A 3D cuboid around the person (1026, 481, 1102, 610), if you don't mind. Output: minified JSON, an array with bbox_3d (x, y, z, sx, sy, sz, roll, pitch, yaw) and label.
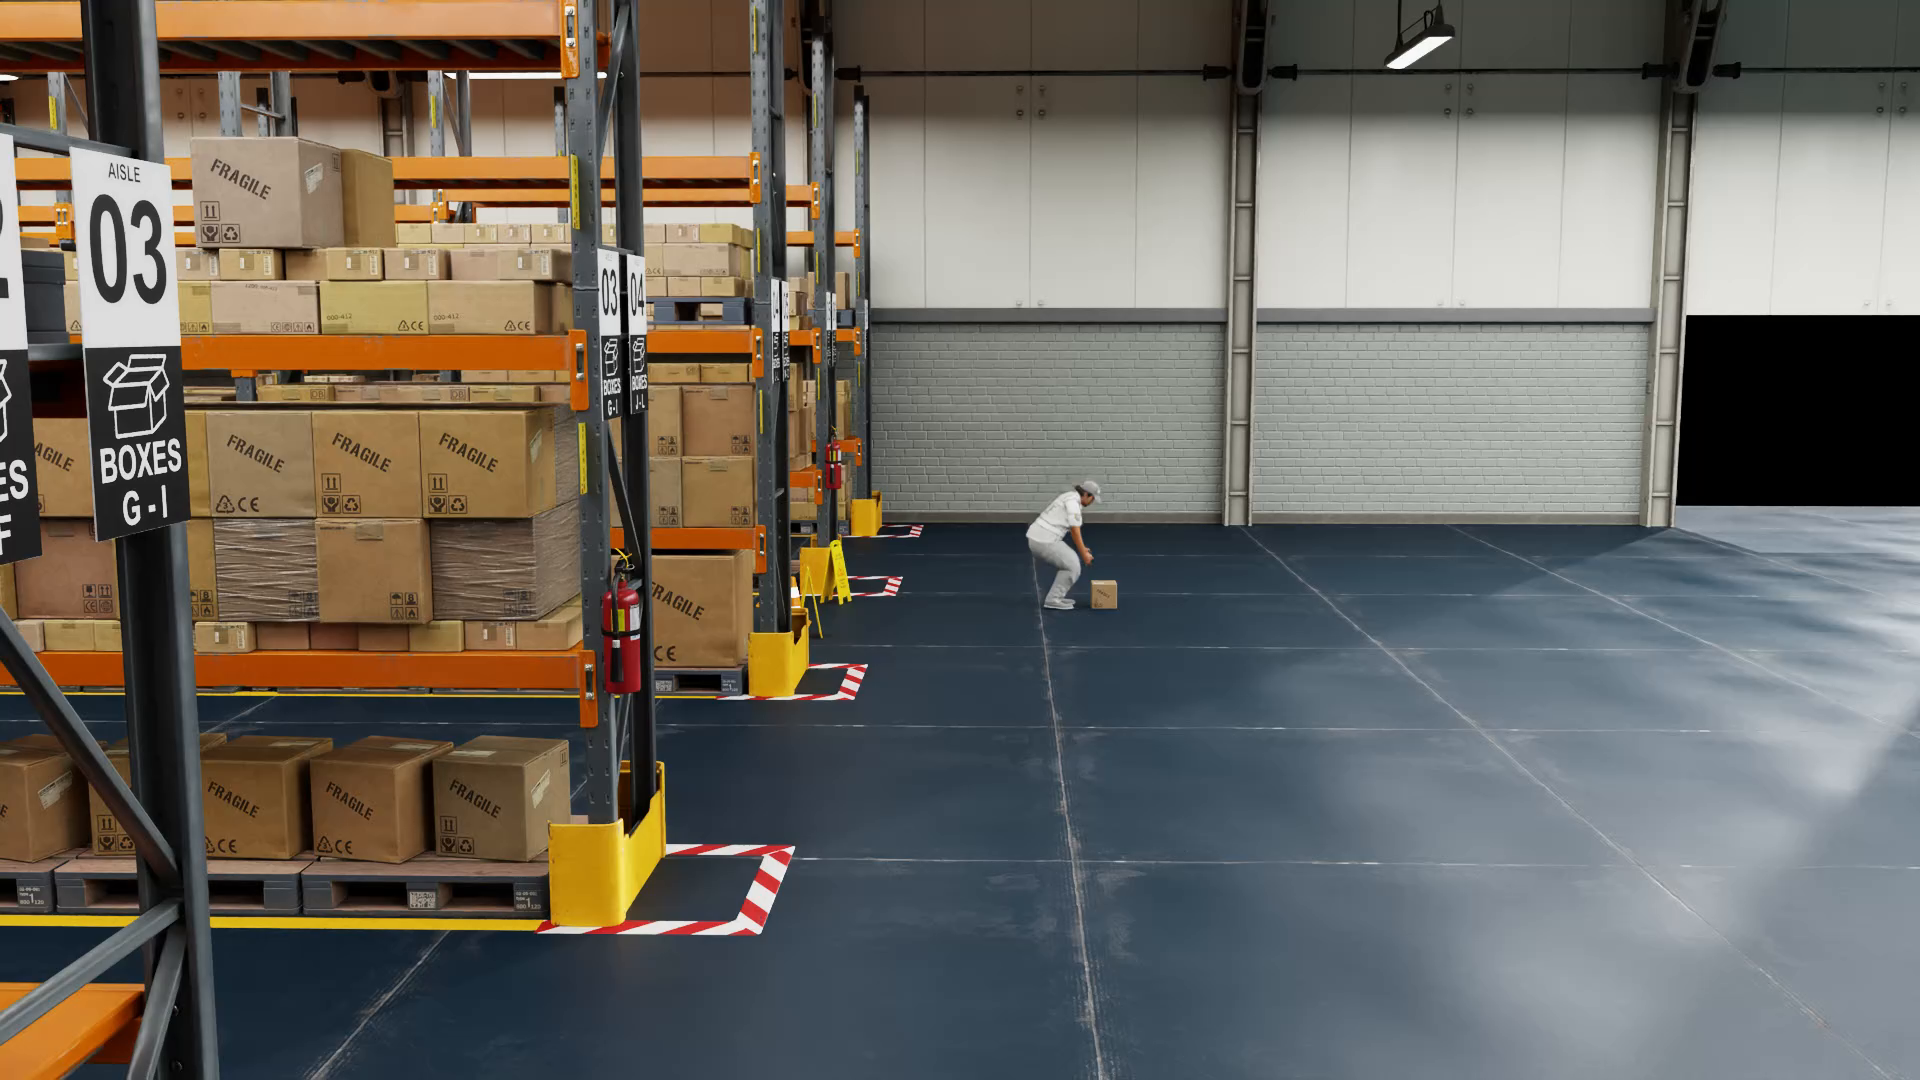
[{"bbox_3d":[1.058,0.041,16.937,0.773,1.294,0.537,0,7,1],"label":"person"}]
